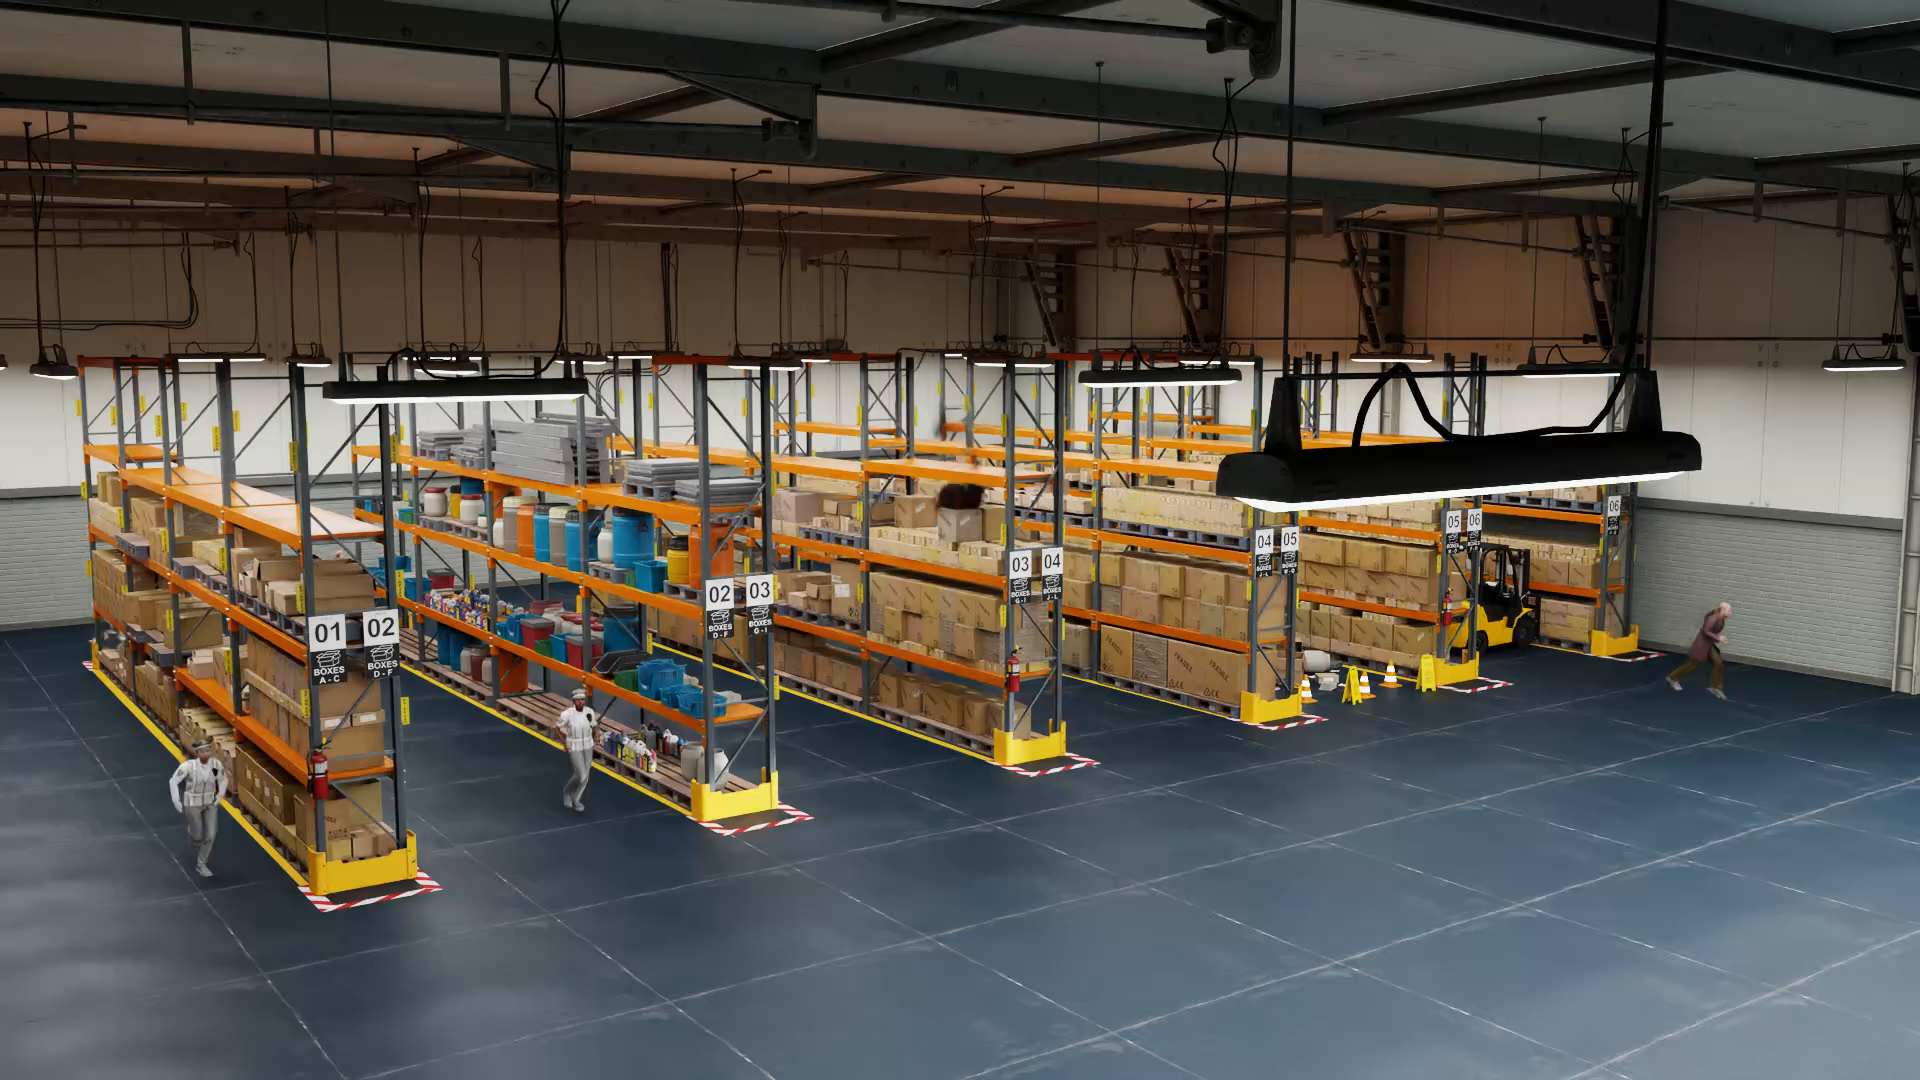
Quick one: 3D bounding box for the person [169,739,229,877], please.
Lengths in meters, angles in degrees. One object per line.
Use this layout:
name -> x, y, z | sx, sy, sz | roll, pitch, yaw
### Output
person -> -9.049, 3.146, 19.799 | 0.647, 1.655, 0.667 | -6, 9, -39

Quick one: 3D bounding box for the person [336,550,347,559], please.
person -> -13.646, 1.068, 36.267 | 0.956, 1.706, 0.691 | -4, 8, -29

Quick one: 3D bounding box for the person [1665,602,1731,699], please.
person -> 13.134, 1.935, 29.563 | 1.072, 1.742, 0.751 | 5, 8, 35

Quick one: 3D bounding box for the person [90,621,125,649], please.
person -> -17.058, 1.436, 33.344 | 0.761, 1.740, 0.695 | -2, 7, -20

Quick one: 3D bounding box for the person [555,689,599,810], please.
person -> -5.067, 2.808, 22.275 | 0.561, 1.667, 0.567 | -5, 9, -38
